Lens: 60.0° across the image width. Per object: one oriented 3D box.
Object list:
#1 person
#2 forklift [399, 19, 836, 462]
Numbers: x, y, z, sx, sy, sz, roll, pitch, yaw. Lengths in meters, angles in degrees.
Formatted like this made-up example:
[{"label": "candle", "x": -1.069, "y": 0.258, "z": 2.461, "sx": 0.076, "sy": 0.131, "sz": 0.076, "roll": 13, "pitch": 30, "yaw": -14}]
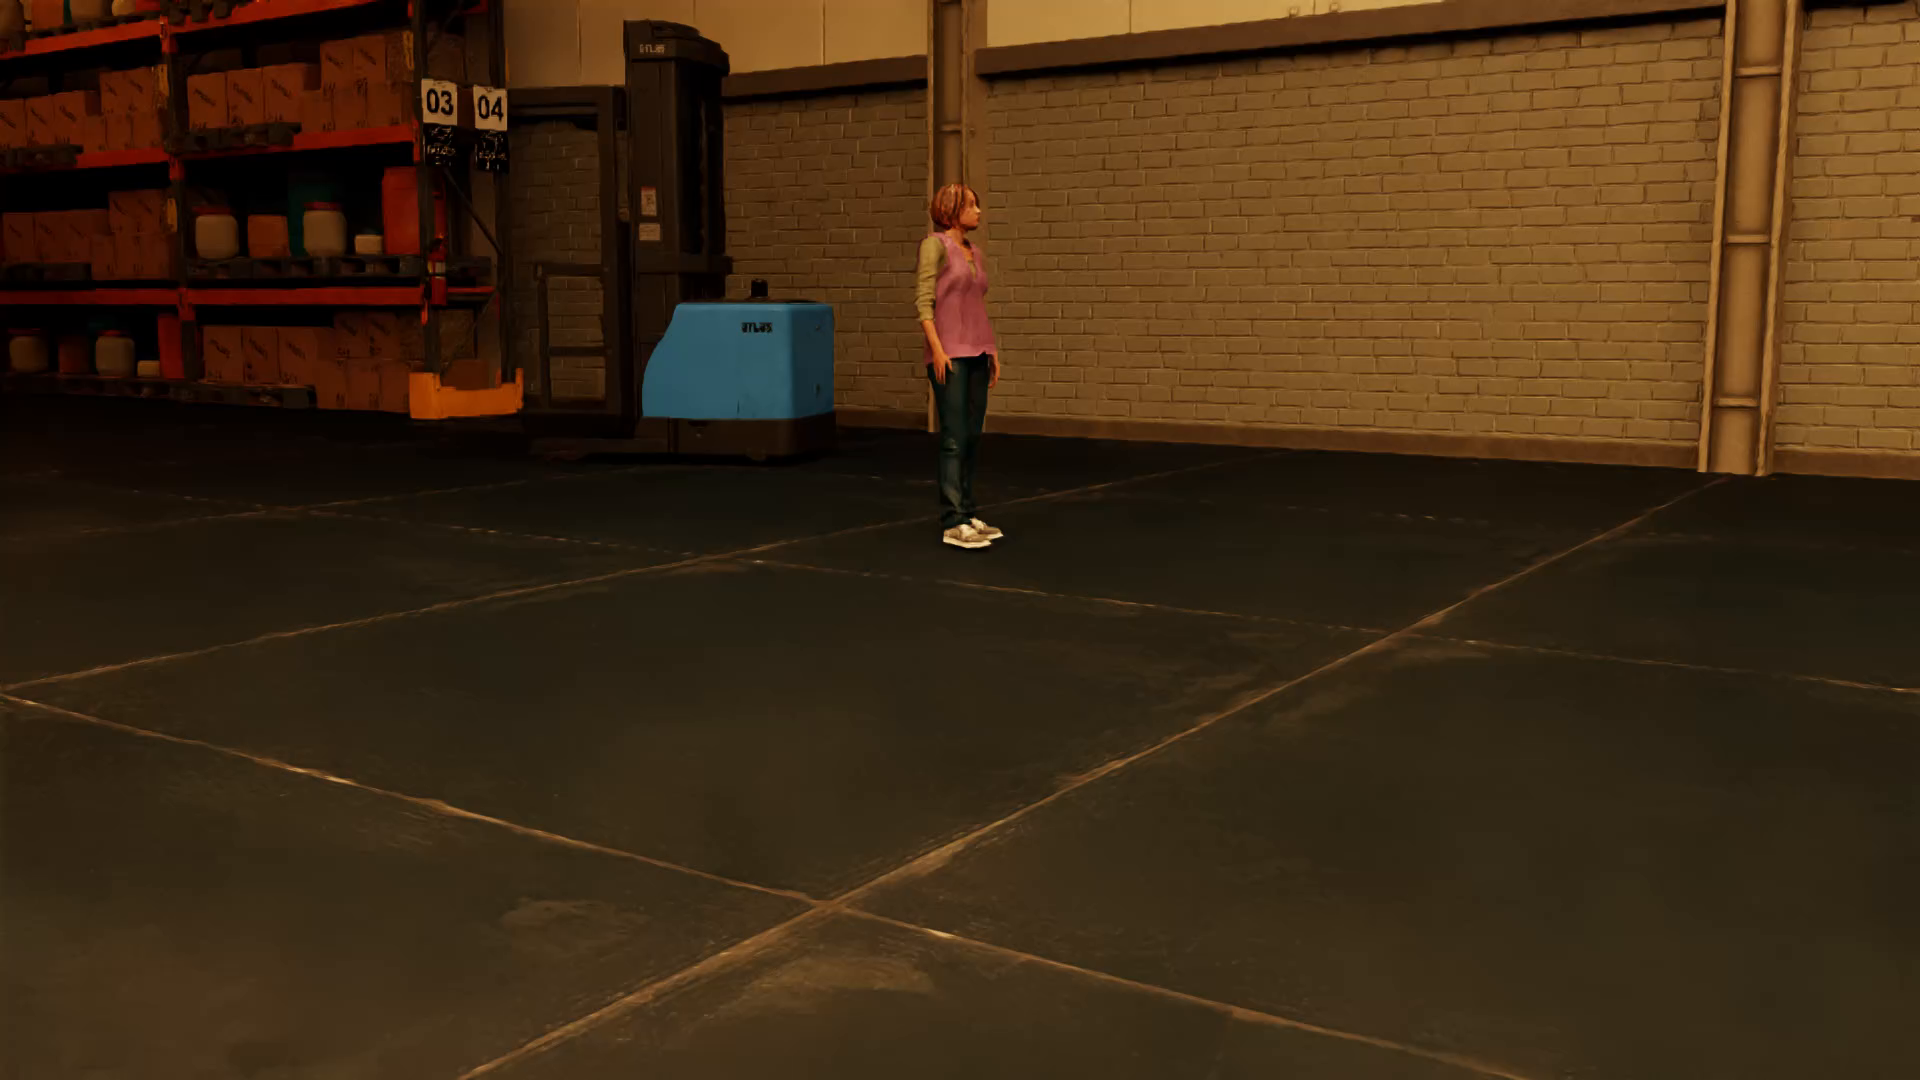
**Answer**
[{"label": "person", "x": 0.054, "y": -0.790, "z": 7.438, "sx": 0.474, "sy": 1.597, "sz": 0.520, "roll": 5, "pitch": 10, "yaw": 34}, {"label": "forklift", "x": -2.461, "y": -2.058, "z": 11.667, "sx": 3.031, "sy": 2.935, "sz": 1.130, "roll": 2, "pitch": 8, "yaw": 14}]
